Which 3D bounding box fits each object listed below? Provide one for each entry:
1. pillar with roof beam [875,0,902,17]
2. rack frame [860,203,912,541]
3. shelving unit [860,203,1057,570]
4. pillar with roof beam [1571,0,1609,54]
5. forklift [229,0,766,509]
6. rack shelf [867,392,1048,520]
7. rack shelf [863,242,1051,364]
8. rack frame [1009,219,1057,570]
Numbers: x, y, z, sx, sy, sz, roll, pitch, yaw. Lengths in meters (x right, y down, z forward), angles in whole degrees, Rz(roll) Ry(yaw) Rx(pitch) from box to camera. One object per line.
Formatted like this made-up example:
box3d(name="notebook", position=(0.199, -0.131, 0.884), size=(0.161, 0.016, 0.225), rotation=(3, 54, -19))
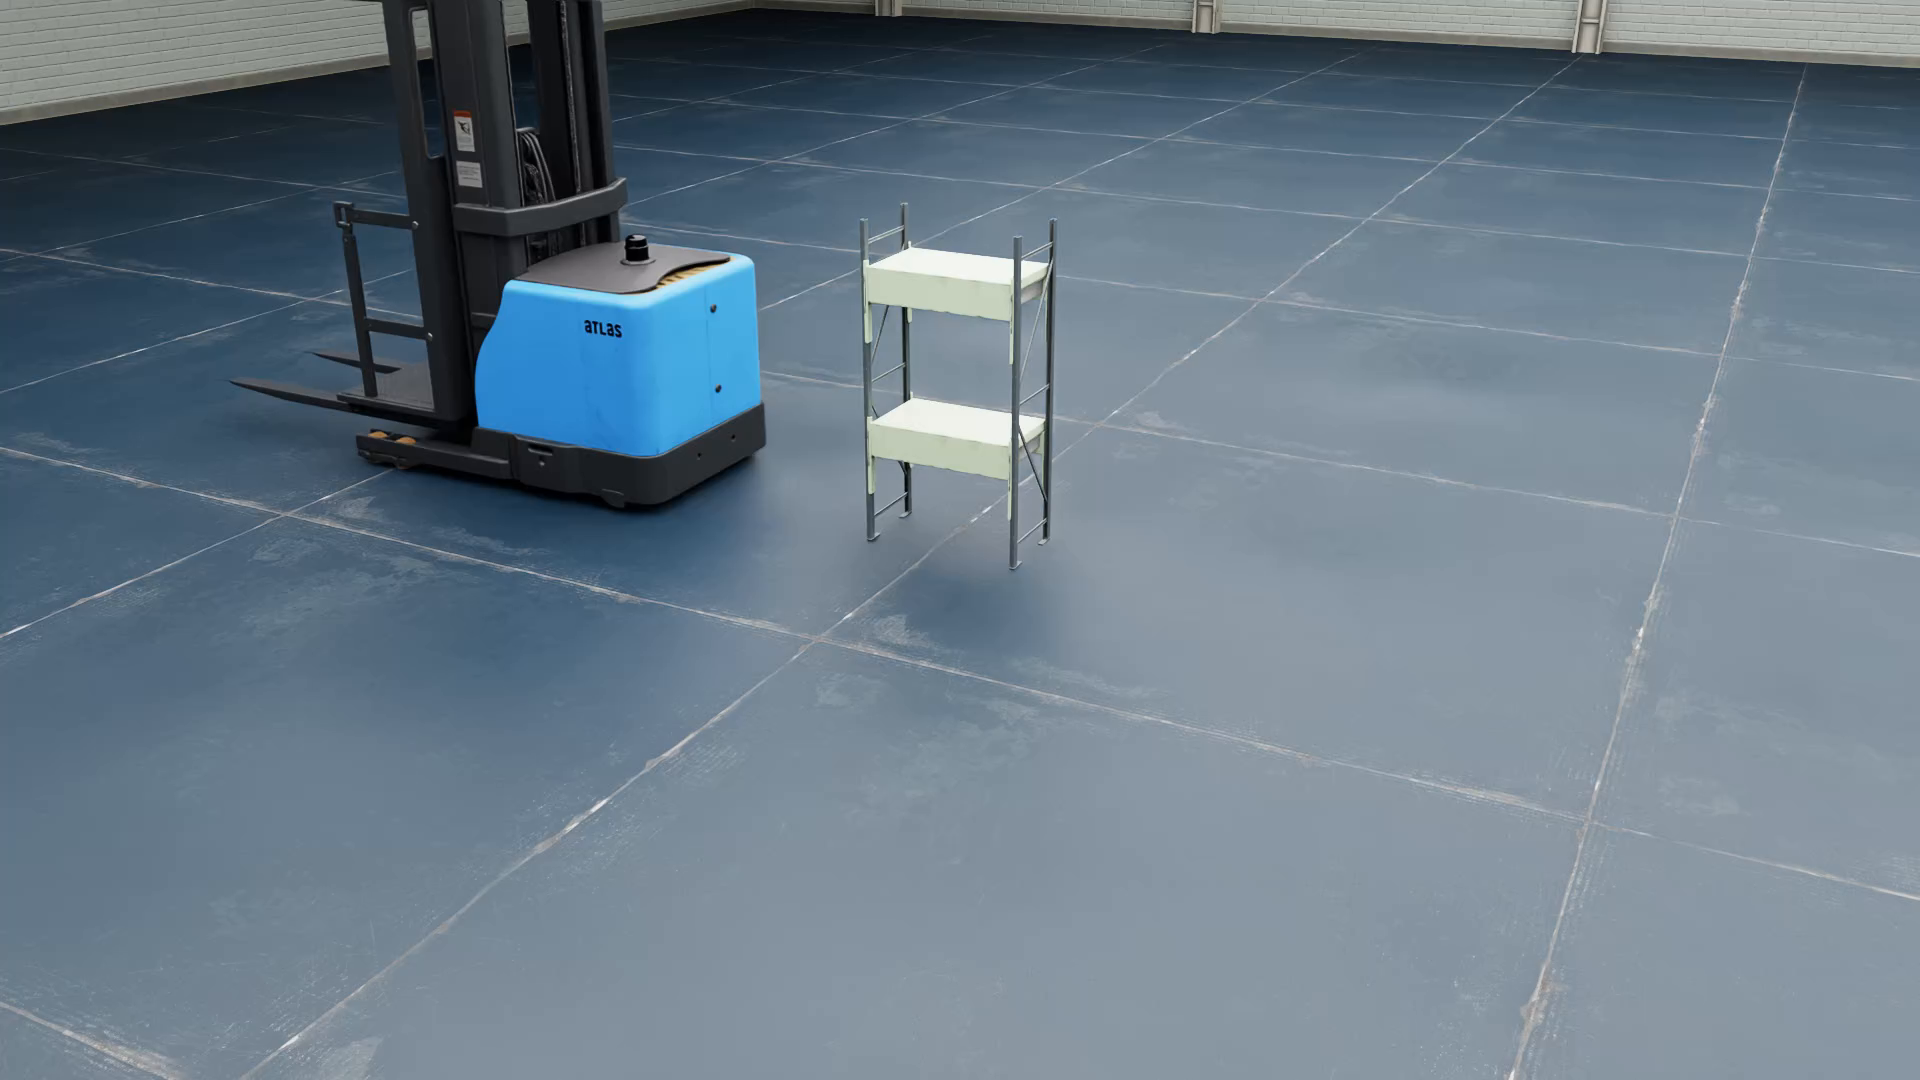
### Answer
box3d(name="pillar with roof beam", position=(-3.226, -12.097, 24.697), size=(0.400, 9.000, 9.100), rotation=(11, 25, 25))
box3d(name="rack frame", position=(-0.333, -0.756, 7.611), size=(0.023, 1.500, 0.400), rotation=(11, 25, 25))
box3d(name="shelving unit", position=(-0.006, -0.691, 7.459), size=(0.755, 1.500, 0.431), rotation=(11, 25, 25))
box3d(name="pillar with roof beam", position=(7.483, -9.978, 19.714), size=(0.400, 9.000, 9.100), rotation=(11, 25, 25))
box3d(name="forklift", position=(-2.573, -1.884, 8.435), size=(3.031, 2.935, 1.130), rotation=(11, 25, 24))
box3d(name="rack shelf", position=(-0.006, -0.391, 7.587), size=(0.720, 0.370, 0.431), rotation=(11, 25, 25))
box3d(name="rack shelf", position=(-0.006, -1.050, 7.307), size=(0.720, 0.370, 0.431), rotation=(11, 25, 25))
box3d(name="rack frame", position=(0.321, -0.627, 7.307), size=(0.023, 1.500, 0.400), rotation=(11, 25, 25))
